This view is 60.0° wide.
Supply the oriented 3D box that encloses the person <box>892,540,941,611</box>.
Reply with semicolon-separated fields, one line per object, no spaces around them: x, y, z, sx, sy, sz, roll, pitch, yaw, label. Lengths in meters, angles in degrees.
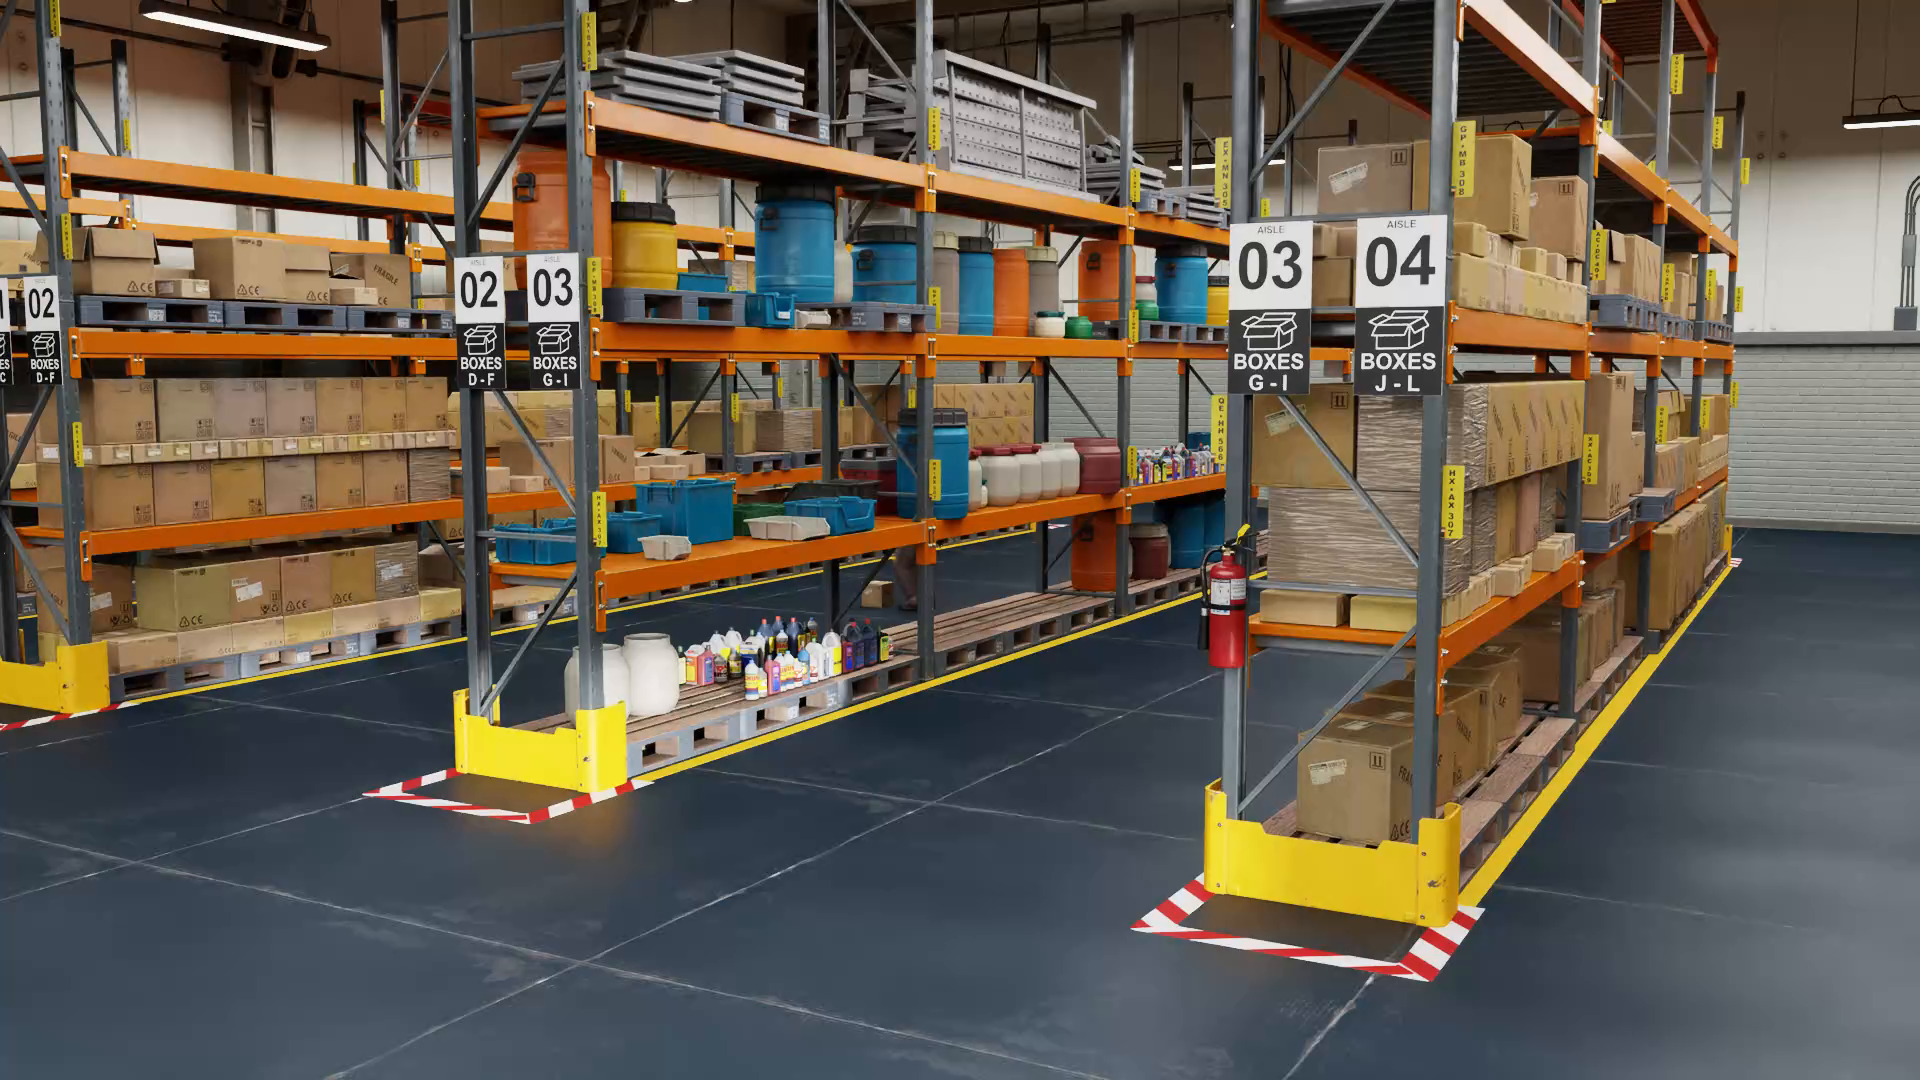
-0.478;-0.048;17.465;0.555;1.577;0.581;3;7;29;person
